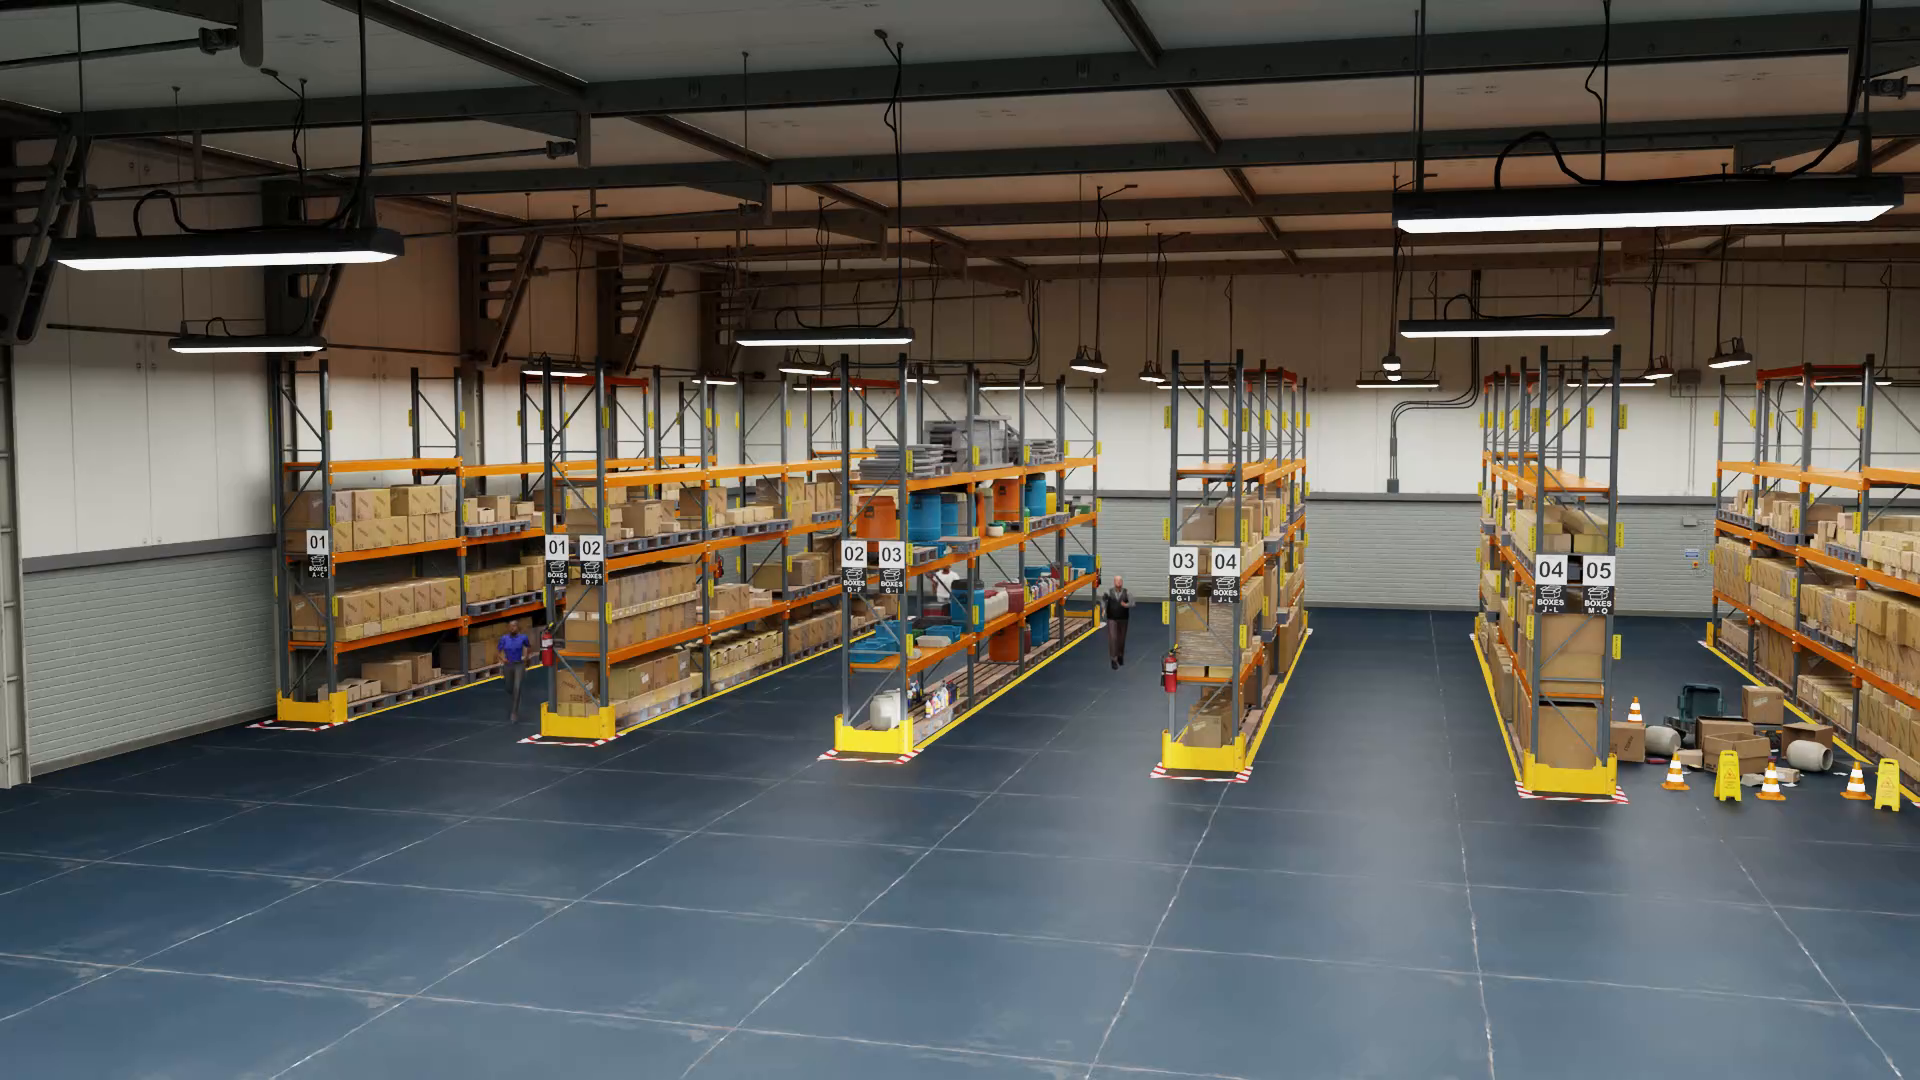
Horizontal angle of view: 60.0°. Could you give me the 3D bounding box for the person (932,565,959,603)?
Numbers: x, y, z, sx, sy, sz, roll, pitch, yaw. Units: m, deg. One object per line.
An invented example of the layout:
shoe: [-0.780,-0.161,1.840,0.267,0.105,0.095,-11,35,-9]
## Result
person: [-0.334,1.352,38.645,0.672,1.824,0.766,0,4,4]

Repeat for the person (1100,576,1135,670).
person: [3.009,1.551,31.680,0.650,1.747,0.874,0,4,0]

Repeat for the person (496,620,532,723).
person: [-7.531,2.185,28.059,0.545,1.650,1.091,0,4,-2]

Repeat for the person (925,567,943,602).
person: [-0.523,1.154,41.846,0.756,1.729,0.814,-3,5,-38]
